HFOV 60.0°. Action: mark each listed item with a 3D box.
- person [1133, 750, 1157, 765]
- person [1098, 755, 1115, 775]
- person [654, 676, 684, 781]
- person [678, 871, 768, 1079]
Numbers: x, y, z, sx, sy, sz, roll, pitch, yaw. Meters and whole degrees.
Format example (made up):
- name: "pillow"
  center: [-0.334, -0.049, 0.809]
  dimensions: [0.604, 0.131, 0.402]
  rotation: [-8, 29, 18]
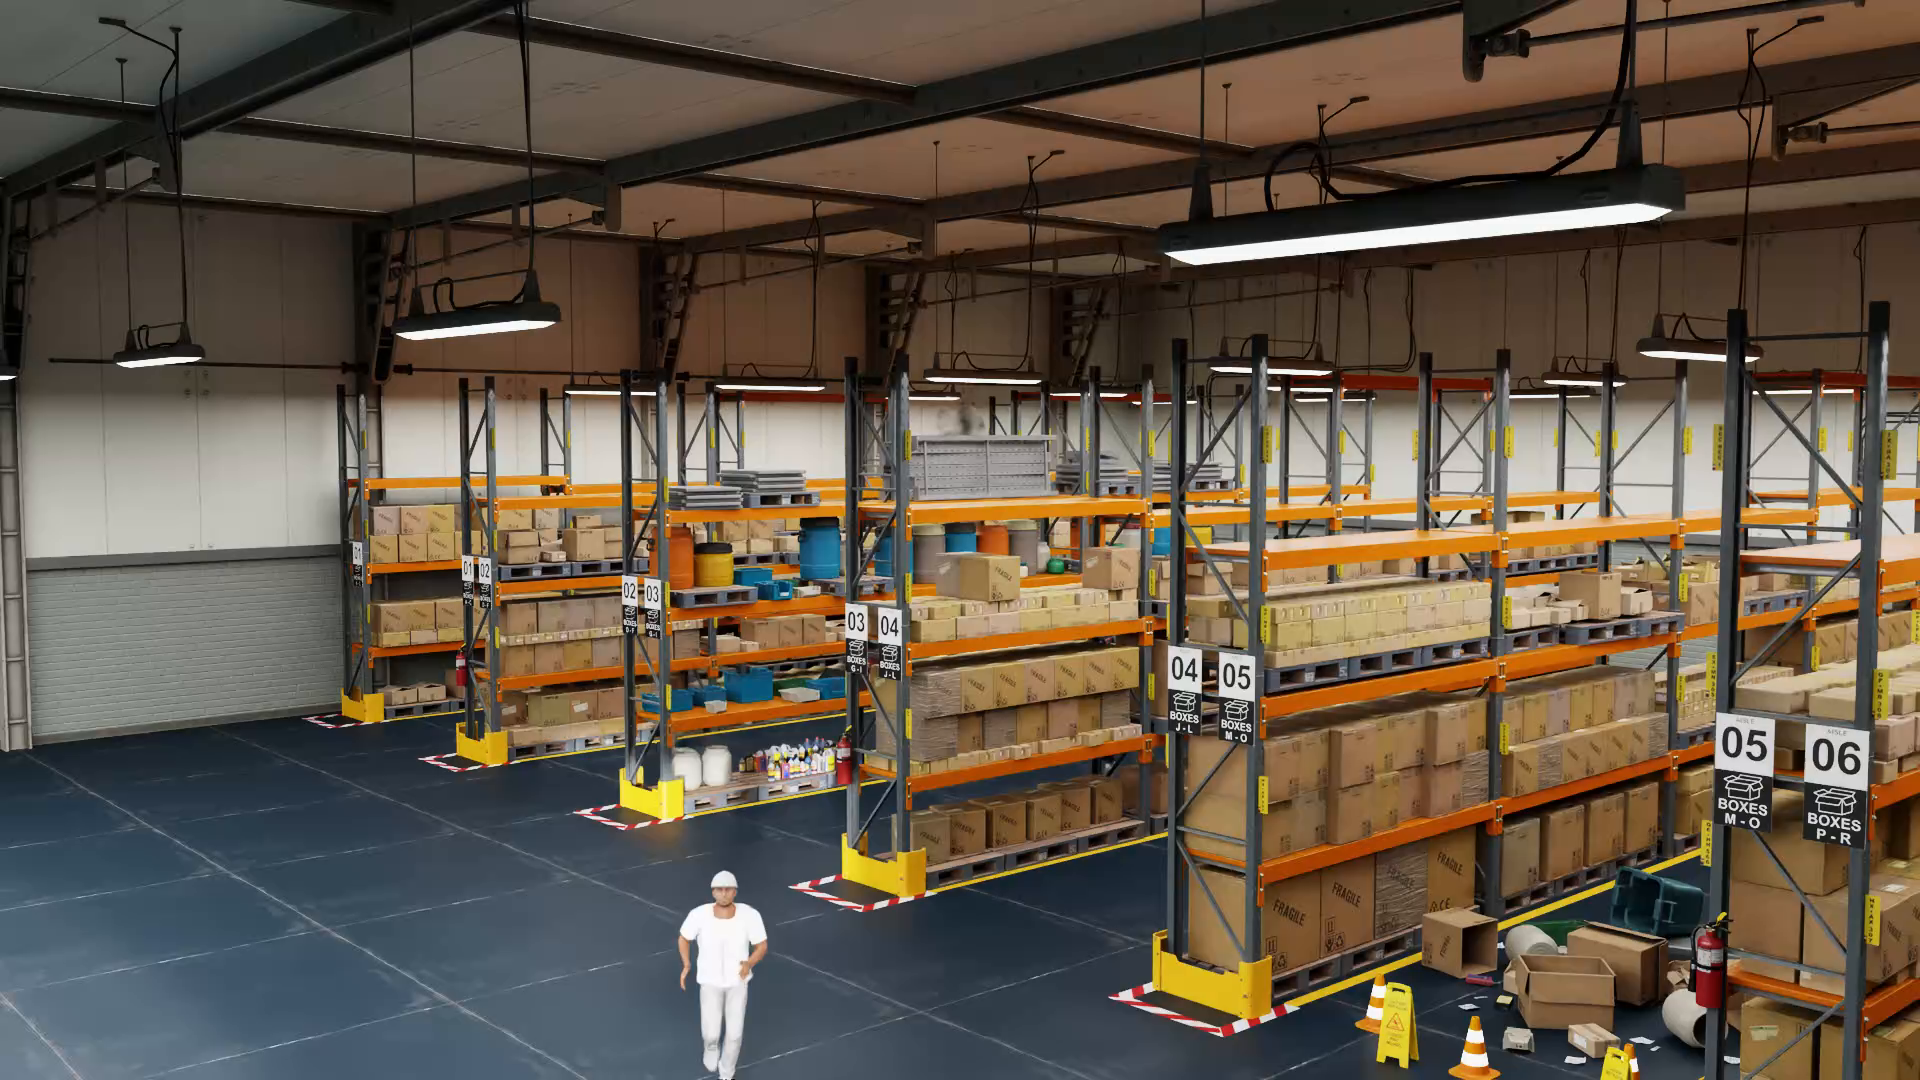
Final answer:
- name: "person"
  center: [2.689, 2.675, 24.628]
  dimensions: [0.581, 1.699, 0.876]
  rotation: [3, 5, 42]
- name: "person"
  center: [2.078, 2.732, 24.465]
  dimensions: [0.539, 1.595, 0.833]
  rotation: [3, 5, 36]
- name: "person"
  center: [-4.207, 2.773, 24.595]
  dimensions: [0.576, 1.555, 0.583]
  rotation: [-3, 5, -42]
- name: "person"
  center: [-1.850, 3.448, 13.003]
  dimensions: [0.698, 1.720, 0.576]
  rotation: [-1, 4, -8]
